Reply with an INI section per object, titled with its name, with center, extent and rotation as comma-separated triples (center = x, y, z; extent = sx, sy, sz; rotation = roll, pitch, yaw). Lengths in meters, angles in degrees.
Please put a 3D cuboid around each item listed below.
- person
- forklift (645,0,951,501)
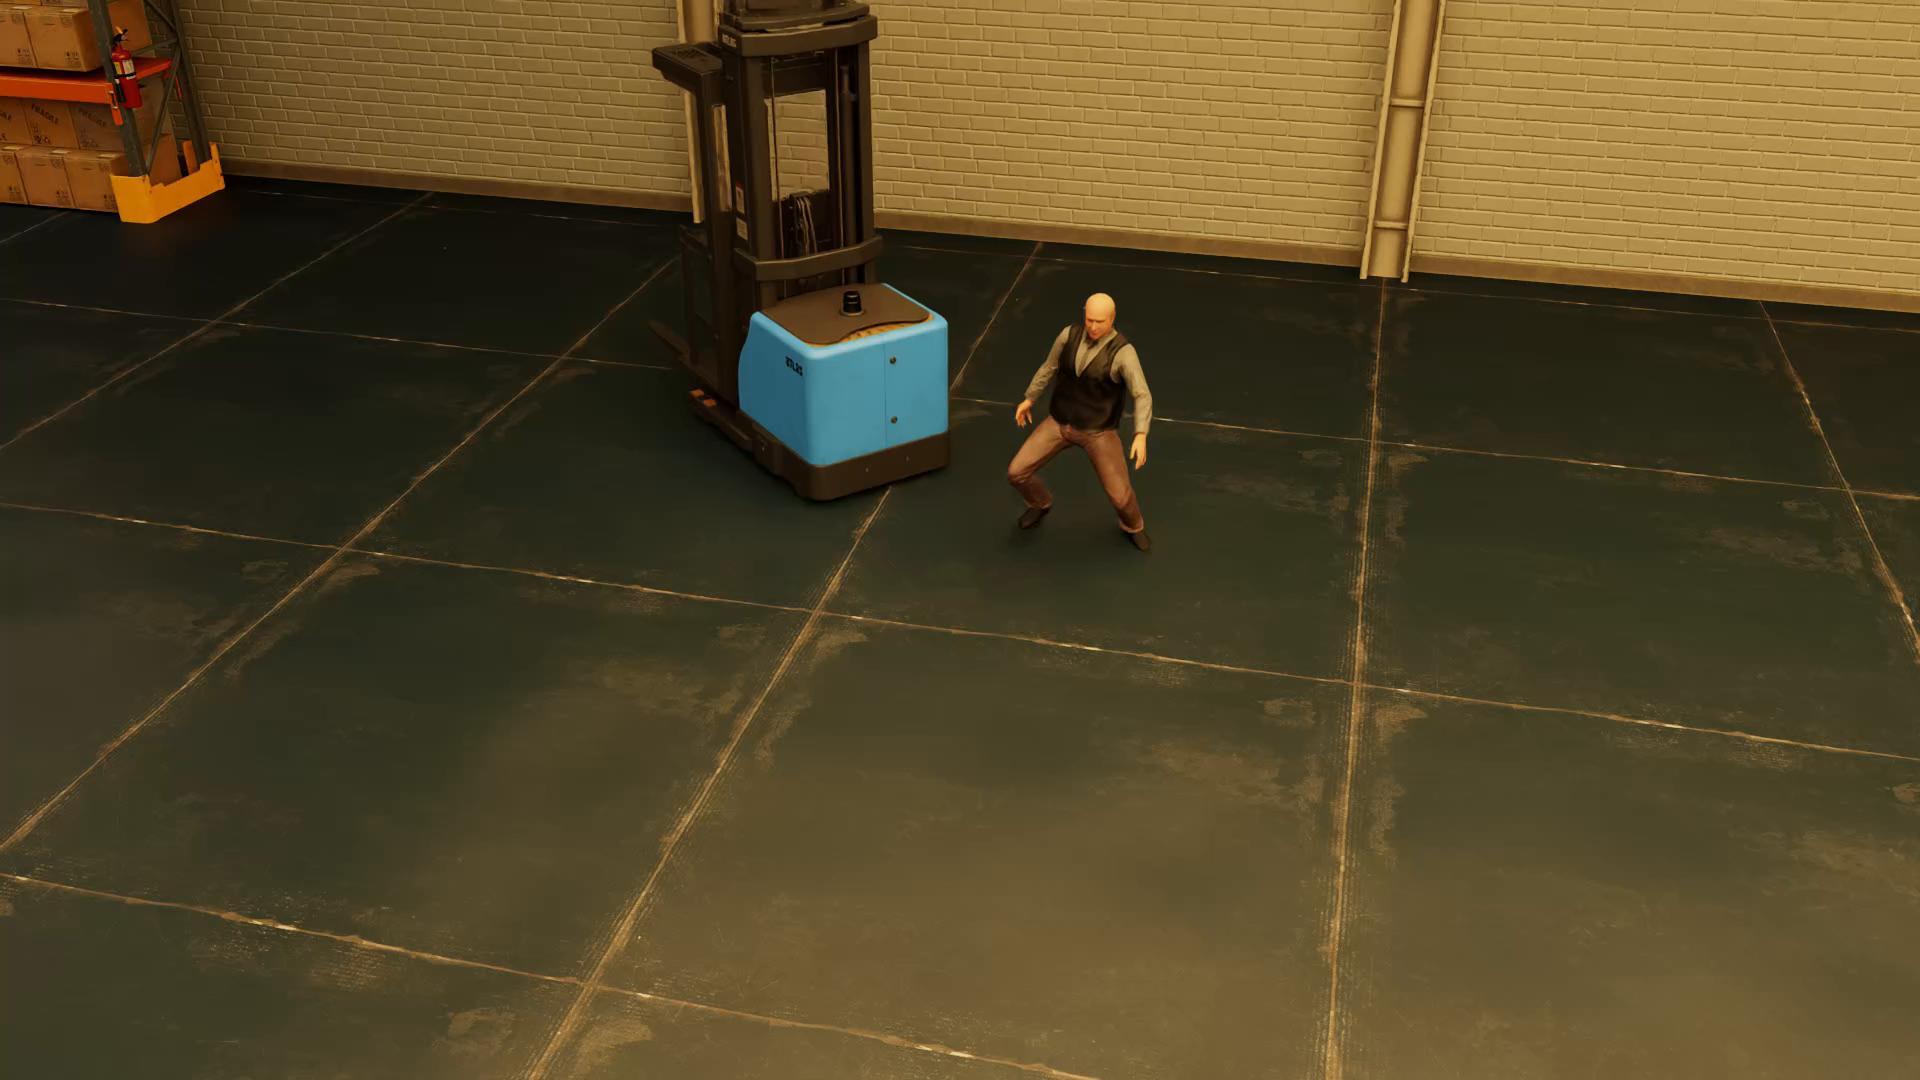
[person]
center = 0.734, -0.675, 9.742
extent = 0.927, 1.607, 0.636
rotation = 18, 34, 29
[forklift]
center = -1.284, -2.204, 11.061
extent = 1.130, 2.935, 3.031
rotation = -18, 34, -28
